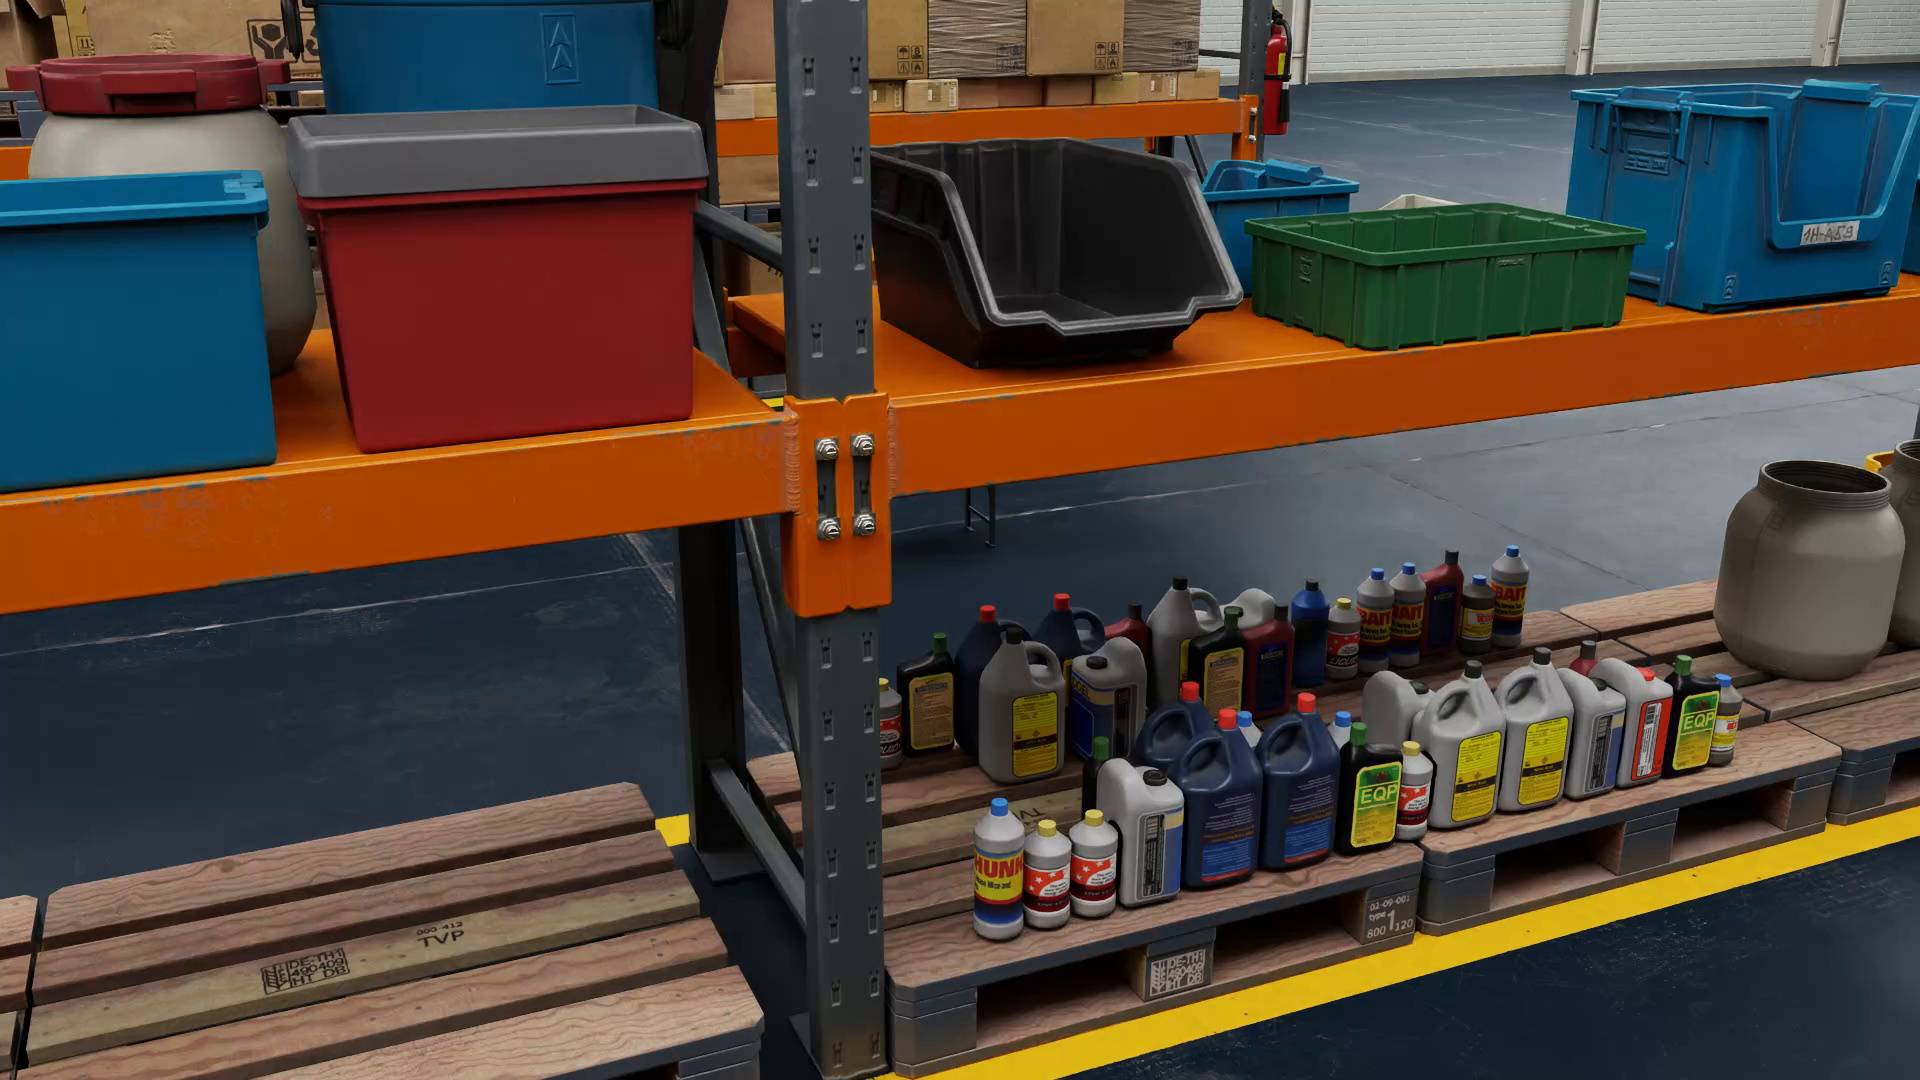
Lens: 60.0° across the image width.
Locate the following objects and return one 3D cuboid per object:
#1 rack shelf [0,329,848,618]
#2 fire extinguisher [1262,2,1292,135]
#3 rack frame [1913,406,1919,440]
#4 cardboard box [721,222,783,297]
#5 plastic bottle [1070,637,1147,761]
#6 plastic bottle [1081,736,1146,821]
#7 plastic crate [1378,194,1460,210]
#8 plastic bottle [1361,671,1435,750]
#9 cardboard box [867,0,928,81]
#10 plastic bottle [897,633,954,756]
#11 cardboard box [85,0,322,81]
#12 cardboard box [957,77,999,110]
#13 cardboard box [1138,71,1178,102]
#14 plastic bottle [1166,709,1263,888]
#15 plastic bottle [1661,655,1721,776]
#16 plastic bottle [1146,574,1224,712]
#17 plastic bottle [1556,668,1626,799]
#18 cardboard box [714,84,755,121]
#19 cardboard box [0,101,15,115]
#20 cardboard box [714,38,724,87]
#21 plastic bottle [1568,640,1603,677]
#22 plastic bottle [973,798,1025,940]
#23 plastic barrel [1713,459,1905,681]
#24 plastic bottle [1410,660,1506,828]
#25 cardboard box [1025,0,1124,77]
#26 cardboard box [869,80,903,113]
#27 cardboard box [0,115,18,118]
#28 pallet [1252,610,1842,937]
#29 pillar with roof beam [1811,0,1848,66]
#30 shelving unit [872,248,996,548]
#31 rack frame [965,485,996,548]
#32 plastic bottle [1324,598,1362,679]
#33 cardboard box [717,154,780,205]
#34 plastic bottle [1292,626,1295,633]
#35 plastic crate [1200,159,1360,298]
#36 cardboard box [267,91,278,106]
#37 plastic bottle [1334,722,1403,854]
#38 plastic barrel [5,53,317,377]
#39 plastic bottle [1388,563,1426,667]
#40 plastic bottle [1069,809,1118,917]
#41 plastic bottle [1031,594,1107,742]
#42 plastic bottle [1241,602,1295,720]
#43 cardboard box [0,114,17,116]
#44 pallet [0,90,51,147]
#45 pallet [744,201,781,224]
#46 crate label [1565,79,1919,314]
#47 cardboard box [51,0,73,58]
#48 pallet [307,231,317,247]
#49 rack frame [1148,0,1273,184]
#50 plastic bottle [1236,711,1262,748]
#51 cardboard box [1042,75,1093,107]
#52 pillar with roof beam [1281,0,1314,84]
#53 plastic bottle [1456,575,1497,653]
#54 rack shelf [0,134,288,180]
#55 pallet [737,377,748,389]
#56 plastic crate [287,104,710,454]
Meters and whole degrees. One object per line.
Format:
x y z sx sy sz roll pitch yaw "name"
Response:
-2.228 0.053 2.438 4.000 0.370 1.077 -8 21 -22 "rack shelf"
1.607 -2.424 8.506 0.183 0.674 0.296 -8 21 -22 "fire extinguisher"
3.281 -1.076 4.560 0.127 3.000 1.000 -8 21 -22 "rack frame"
-0.909 -1.302 8.336 0.500 0.500 0.500 -10 22 -27 "cardboard box"
0.343 0.372 3.888 0.135 0.276 0.152 -8 21 -22 "plastic bottle"
0.318 0.533 3.420 0.133 0.283 0.061 -8 21 -22 "plastic bottle"
0.999 -0.716 3.935 0.437 0.136 0.530 -8 21 -22 "plastic crate"
0.996 0.426 3.735 0.135 0.276 0.152 -8 21 -22 "plastic bottle"
-0.548 -2.492 7.985 0.500 0.500 0.875 -8 21 -22 "cardboard box"
-0.081 0.361 3.909 0.133 0.283 0.061 -7 21 -19 "plastic bottle"
-3.139 -2.479 7.010 1.000 1.000 1.000 -8 21 -22 "cardboard box"
-0.002 -2.198 8.125 0.250 0.149 0.380 -8 21 -22 "cardboard box"
0.909 -2.334 8.513 0.250 0.149 0.380 -8 21 -22 "cardboard box"
0.514 0.513 3.375 0.185 0.351 0.144 -8 21 -20 "plastic bottle"
1.668 0.394 3.813 0.133 0.283 0.061 -8 21 -21 "plastic bottle"
0.558 0.252 4.115 0.185 0.351 0.144 -8 21 -22 "plastic bottle"
1.399 0.420 3.751 0.135 0.276 0.152 -9 21 -23 "plastic bottle"
-1.112 -2.004 7.576 0.250 0.149 0.380 -8 21 -22 "cardboard box"
-11.343 -5.225 19.287 0.625 0.625 0.875 -7 21 -20 "cardboard box"
-1.443 -2.343 7.560 0.500 0.500 0.875 -8 21 -22 "cardboard box"
1.483 0.366 3.894 0.133 0.283 0.061 -8 21 -22 "plastic bottle"
0.074 0.622 3.185 0.097 0.271 0.097 0 19 0 "plastic bottle"
2.247 0.076 4.404 0.421 0.512 0.421 0 19 0 "plastic barrel"
1.077 0.432 3.604 0.185 0.351 0.144 -8 21 -22 "plastic bottle"
0.392 -2.607 8.311 0.500 0.500 0.875 -8 21 -22 "cardboard box"
-0.454 -2.126 7.922 0.250 0.149 0.380 -8 21 -22 "cardboard box"
-6.502 -2.365 10.977 0.750 0.750 1.050 -8 21 -21 "cardboard box"
1.363 0.529 4.203 1.213 0.211 1.003 -8 21 -22 "pallet"
18.170 -11.979 26.493 0.400 9.000 9.100 -8 21 -22 "pillar with roof beam"
-0.152 -0.544 5.761 0.503 1.200 0.258 -8 21 -22 "shelving unit"
0.072 -0.576 5.852 0.015 1.200 0.240 -8 21 -22 "rack frame"
0.995 0.252 4.342 0.097 0.201 0.097 0 19 0 "plastic bottle"
-1.956 -3.082 12.825 0.875 0.875 0.875 -9 21 -23 "cardboard box"
0.807 0.279 4.265 0.097 0.201 0.097 0 19 0 "plastic bottle"
0.517 -0.708 3.739 0.616 0.251 0.499 -8 21 -22 "plastic crate"
-8.723 -5.601 20.356 0.625 0.625 0.875 -7 21 -20 "cardboard box"
0.855 0.511 3.482 0.133 0.283 0.061 -7 21 -20 "plastic bottle"
-1.357 -0.554 2.876 0.433 0.535 0.433 0 19 0 "plastic barrel"
1.178 0.192 4.405 0.097 0.271 0.097 0 19 0 "plastic bottle"
0.261 0.628 3.273 0.097 0.201 0.097 0 19 0 "plastic bottle"
0.262 0.295 3.994 0.185 0.351 0.144 -9 21 -25 "plastic bottle"
0.752 0.296 4.092 0.133 0.283 0.061 -8 21 -22 "plastic bottle"
-8.755 -3.685 15.296 0.625 0.372 0.950 -9 21 -23 "cardboard box"
-4.225 -1.716 6.668 1.213 0.211 1.003 -8 21 -22 "pallet"
-1.256 -2.667 13.280 1.213 0.211 1.003 -8 21 -22 "pallet"
1.698 -0.768 3.632 0.616 0.435 0.502 -8 21 -22 "crate label"
-5.992 -3.282 10.676 0.500 0.500 0.500 -8 21 -22 "cardboard box"
-4.904 -2.146 11.798 1.213 0.211 1.003 -8 21 -22 "pallet"
1.319 -2.586 8.850 0.127 3.000 1.000 -8 21 -22 "rack frame"
0.599 0.495 3.547 0.097 0.271 0.097 0 19 0 "plastic bottle"
0.465 -2.258 8.295 0.250 0.149 0.380 -8 21 -22 "cardboard box"
7.152 -10.400 22.009 0.400 9.000 9.100 -8 21 -22 "pillar with roof beam"
1.398 0.194 4.506 0.097 0.201 0.097 0 19 0 "plastic bottle"
-4.190 -1.457 6.728 4.000 0.370 1.077 -8 21 -22 "rack shelf"
-1.751 -0.844 8.100 1.213 0.211 1.003 -8 21 -22 "pallet"
-0.715 -0.422 2.609 0.583 0.464 0.402 -8 21 -22 "plastic crate"
